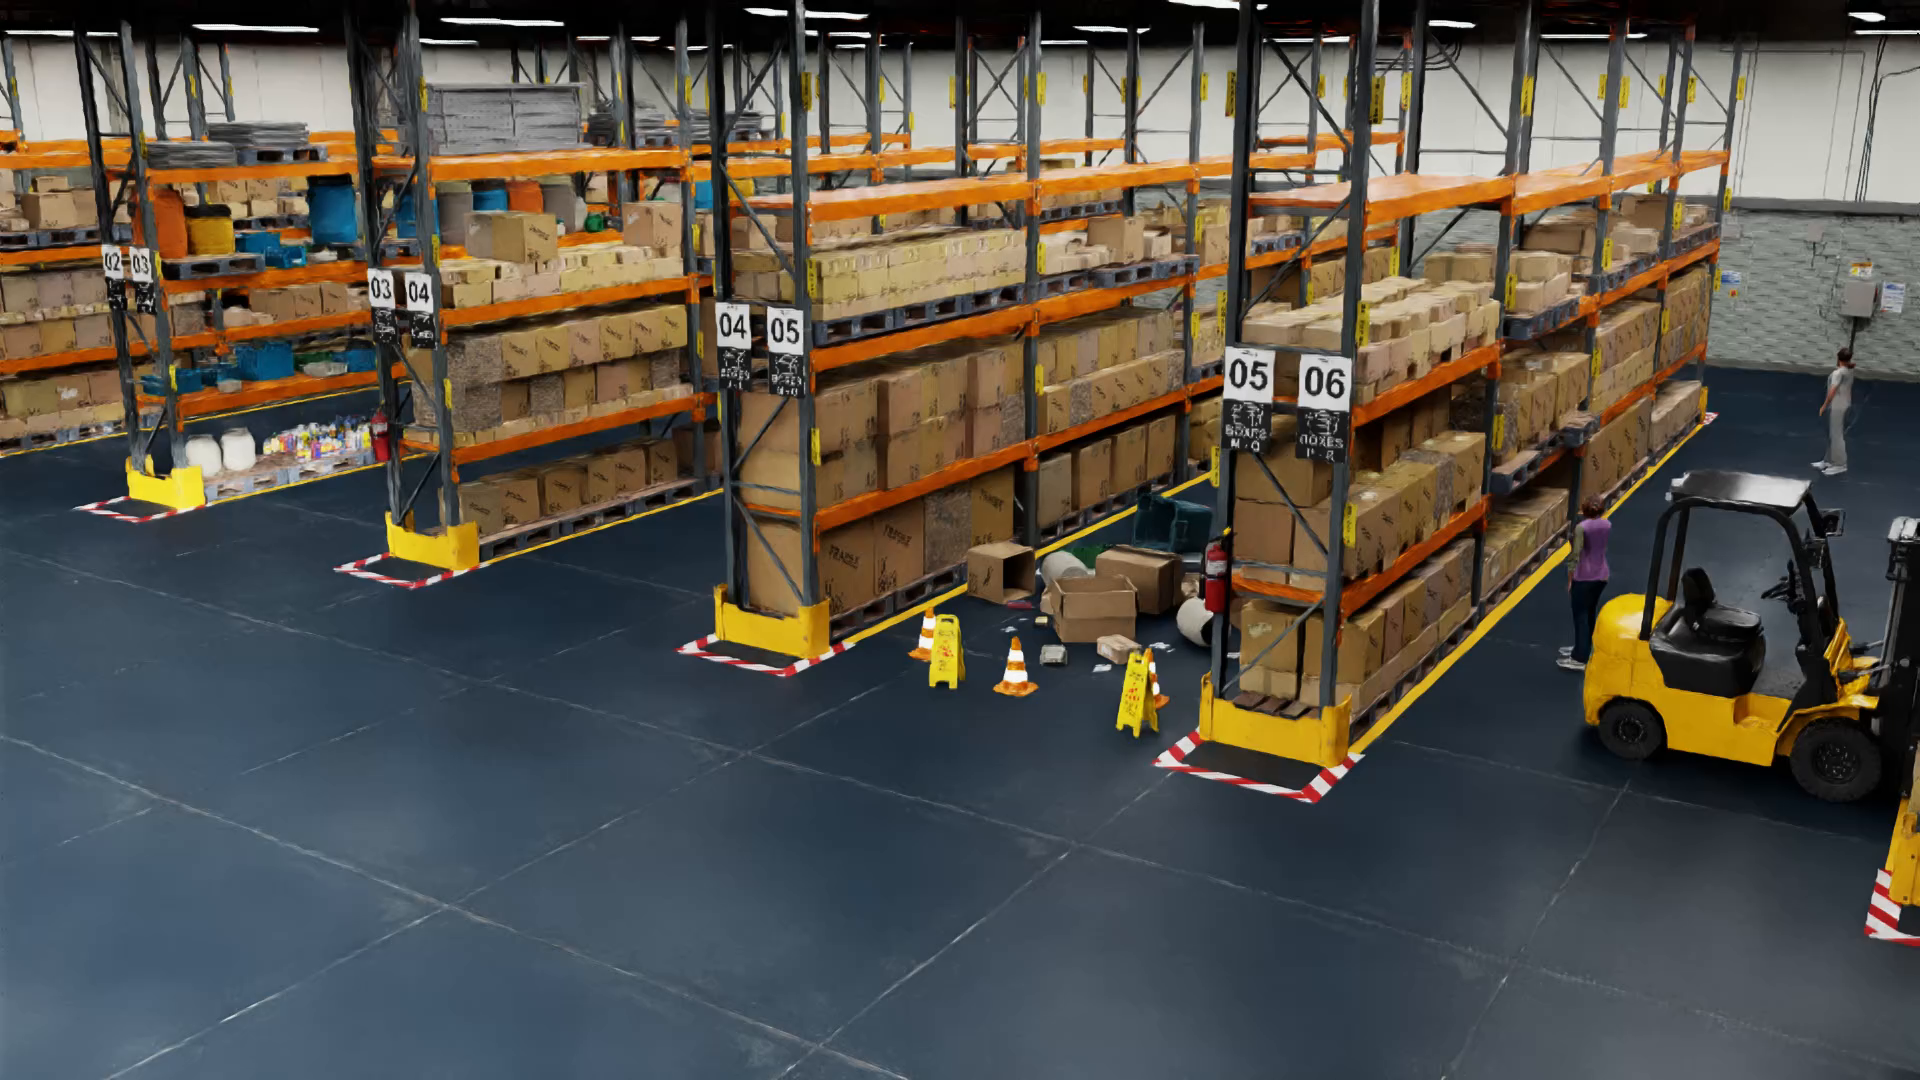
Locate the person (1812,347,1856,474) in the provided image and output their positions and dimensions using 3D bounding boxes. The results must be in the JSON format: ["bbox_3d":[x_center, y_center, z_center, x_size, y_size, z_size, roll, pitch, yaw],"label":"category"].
[{"bbox_3d":[11.842,-1.757,22.418,0.502,1.699,0.515,-12,20,-37],"label":"person"}]

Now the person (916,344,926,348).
[{"bbox_3d":[-0.526,-1.896,22.880,0.536,1.659,1.036,7,17,24],"label":"person"}]

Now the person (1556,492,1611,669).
[{"bbox_3d":[5.607,0.349,14.947,0.465,1.599,0.449,-7,17,-25],"label":"person"}]

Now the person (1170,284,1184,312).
[{"bbox_3d":[4.504,-4.830,33.576,0.959,1.617,0.485,-10,19,-33],"label":"person"}]
